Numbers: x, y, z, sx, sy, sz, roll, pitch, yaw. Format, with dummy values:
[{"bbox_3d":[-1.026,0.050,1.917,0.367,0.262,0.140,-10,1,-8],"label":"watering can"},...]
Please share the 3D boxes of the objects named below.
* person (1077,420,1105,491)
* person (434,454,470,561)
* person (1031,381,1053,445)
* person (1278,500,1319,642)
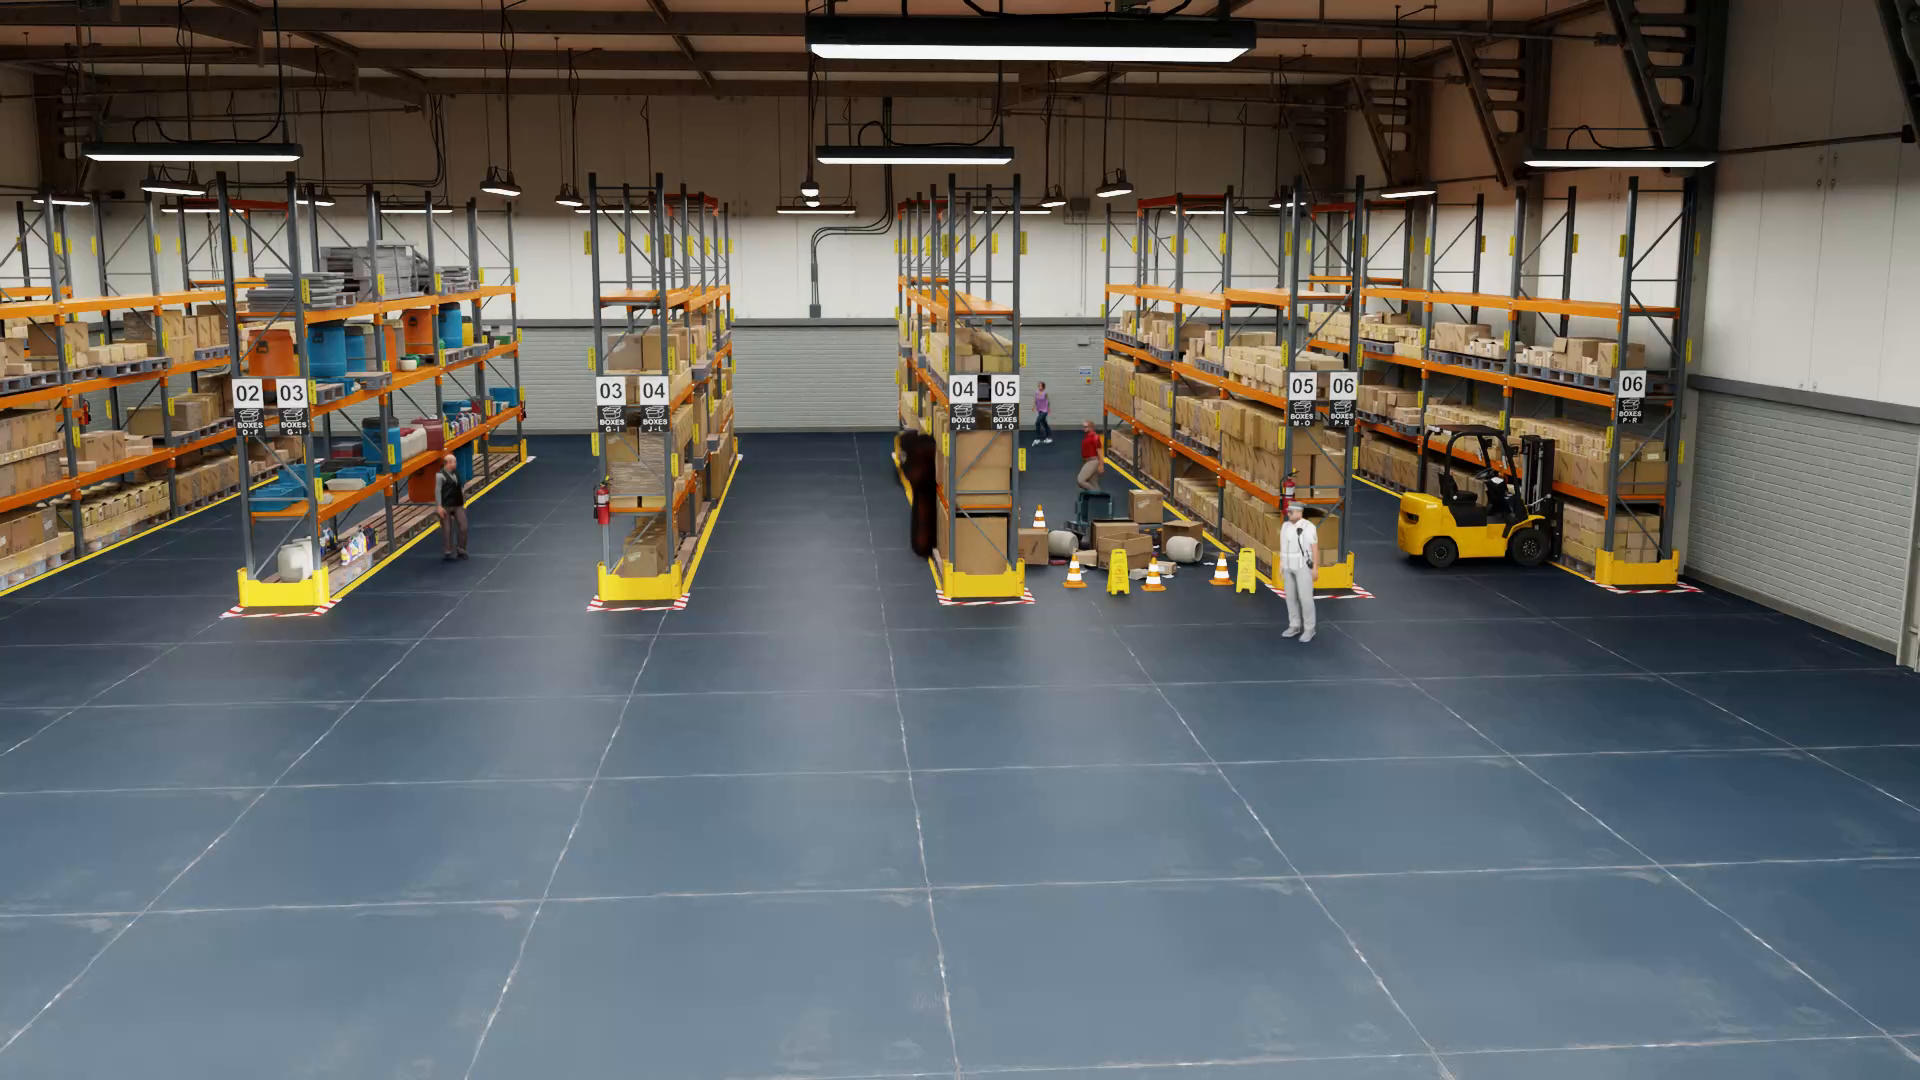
[{"bbox_3d":[2.436,-1.407,31.388,0.517,1.727,0.630,-1,10,-4],"label":"person"},{"bbox_3d":[-8.232,-0.492,26.764,0.530,1.776,0.532,-9,13,-40],"label":"person"},{"bbox_3d":[2.086,-3.255,42.515,0.672,1.612,0.394,-4,11,-24],"label":"person"},{"bbox_3d":[4.360,0.385,21.521,0.440,1.795,0.630,-9,14,-42],"label":"person"}]
